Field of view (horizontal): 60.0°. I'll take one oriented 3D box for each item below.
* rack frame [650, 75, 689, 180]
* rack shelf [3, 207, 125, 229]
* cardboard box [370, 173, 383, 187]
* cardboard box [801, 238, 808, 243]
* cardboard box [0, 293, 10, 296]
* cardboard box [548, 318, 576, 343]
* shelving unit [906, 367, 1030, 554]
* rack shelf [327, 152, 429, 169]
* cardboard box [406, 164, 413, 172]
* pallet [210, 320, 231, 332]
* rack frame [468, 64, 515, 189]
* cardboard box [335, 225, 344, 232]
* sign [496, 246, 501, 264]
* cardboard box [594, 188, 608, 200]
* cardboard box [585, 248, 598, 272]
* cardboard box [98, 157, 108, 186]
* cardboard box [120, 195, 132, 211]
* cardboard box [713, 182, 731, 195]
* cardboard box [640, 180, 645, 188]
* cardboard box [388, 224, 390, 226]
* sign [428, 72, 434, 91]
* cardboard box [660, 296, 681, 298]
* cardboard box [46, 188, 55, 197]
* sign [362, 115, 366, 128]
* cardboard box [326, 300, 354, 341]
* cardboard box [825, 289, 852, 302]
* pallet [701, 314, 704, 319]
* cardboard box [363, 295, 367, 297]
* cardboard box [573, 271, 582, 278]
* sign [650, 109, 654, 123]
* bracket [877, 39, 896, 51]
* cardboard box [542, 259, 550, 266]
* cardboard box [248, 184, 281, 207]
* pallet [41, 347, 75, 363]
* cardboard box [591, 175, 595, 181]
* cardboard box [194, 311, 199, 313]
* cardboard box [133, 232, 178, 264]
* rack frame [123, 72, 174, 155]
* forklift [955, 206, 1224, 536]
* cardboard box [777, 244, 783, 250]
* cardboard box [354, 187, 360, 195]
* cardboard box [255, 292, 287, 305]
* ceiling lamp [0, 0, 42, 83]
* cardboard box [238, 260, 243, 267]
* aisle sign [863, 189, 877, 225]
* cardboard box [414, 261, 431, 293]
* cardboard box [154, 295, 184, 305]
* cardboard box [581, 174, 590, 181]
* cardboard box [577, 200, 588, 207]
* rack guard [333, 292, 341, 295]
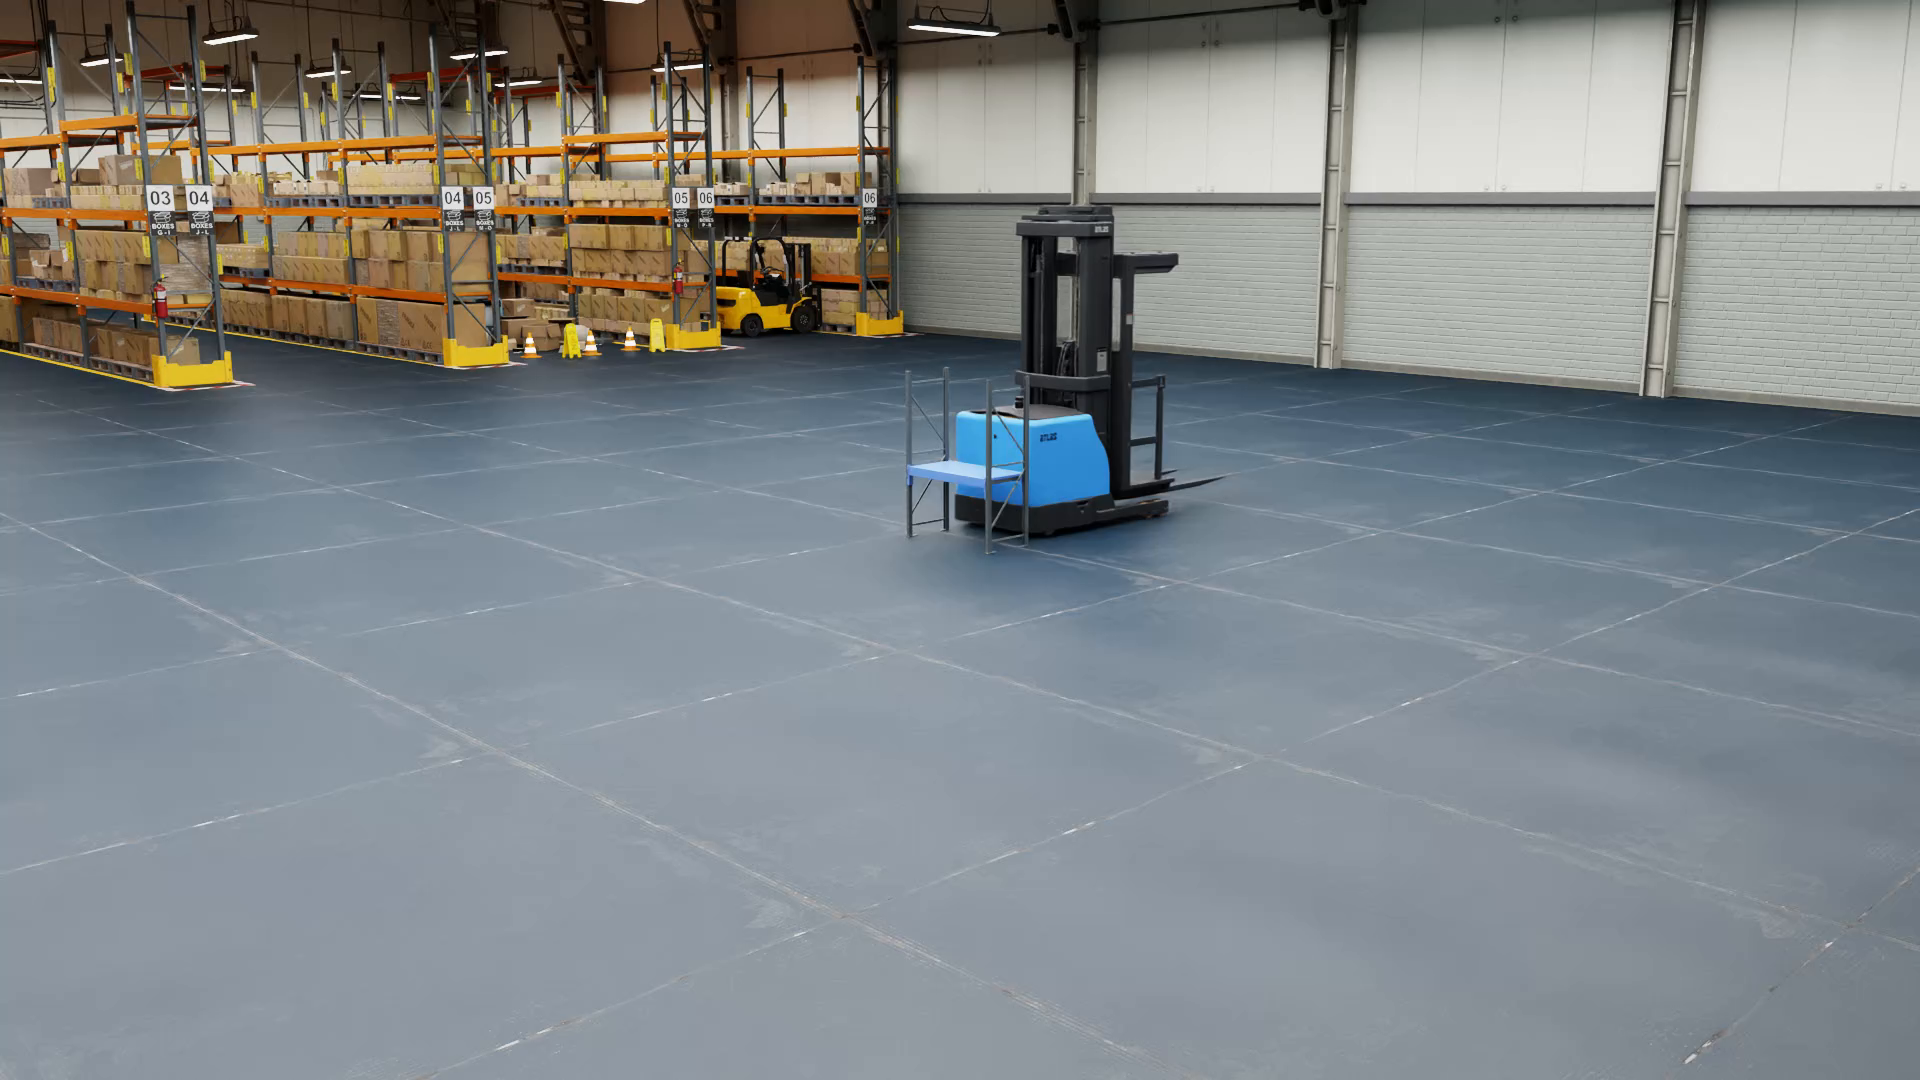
[{"bbox_3d":[-7.341,-10.212,42.179,1.000,3.000,0.127,-11,16,-43],"label":"rack frame"},{"bbox_3d":[-16.715,-6.026,31.075,1.077,0.370,4.000,-11,16,-43],"label":"rack shelf"},{"bbox_3d":[-10.843,-6.832,31.552,0.500,0.250,0.500,-11,16,-43],"label":"cardboard box"},{"bbox_3d":[-3.441,-6.904,38.396,0.380,0.149,0.250,-11,16,-42],"label":"cardboard box"},{"bbox_3d":[-19.167,-4.601,34.033,1.225,0.875,0.875,-11,16,-42],"label":"cardboard box"},{"bbox_3d":[-8.410,-4.429,35.164,0.500,0.500,0.500,-1,12,-4],"label":"cardboard box"},{"bbox_3d":[0.059,-0.722,14.700,0.538,1.500,1.048,-11,16,-43],"label":"shelving unit"},{"bbox_3d":[-15.072,-9.848,43.183,1.077,0.370,4.000,-11,16,-43],"label":"rack shelf"},{"bbox_3d":[-9.921,-6.815,30.479,0.380,0.149,0.250,-11,16,-42],"label":"cardboard box"},{"bbox_3d":[-16.662,-4.982,38.569,1.003,0.211,1.213,-11,16,-43],"label":"pallet"},{"bbox_3d":[-10.929,-9.520,38.819,1.000,3.000,0.127,-11,16,-43],"label":"rack frame"},{"bbox_3d":[-16.328,-8.178,44.448,0.500,0.500,0.500,-11,16,-44],"label":"cardboard box"},{"bbox_3d":[-8.509,-5.249,30.614,0.100,0.325,0.005,-11,16,-43],"label":"sign"},{"bbox_3d":[-7.361,-7.288,35.054,0.500,0.250,0.500,-11,16,-42],"label":"cardboard box"},{"bbox_3d":[-7.700,-6.020,35.711,0.500,0.500,0.500,-11,16,-43],"label":"cardboard box"},{"bbox_3d":[-14.838,-6.496,29.349,0.500,0.500,0.500,11,16,43],"label":"cardboard box"},{"bbox_3d":[-13.435,-5.536,27.289,0.500,0.250,0.500,-11,16,-42],"label":"cardboard box"},{"bbox_3d":[-5.785,-8.554,40.497,0.500,0.311,0.500,11,16,43],"label":"cardboard box"},{"bbox_3d":[-6.329,-7.281,34.031,0.380,0.149,0.250,-11,16,-42],"label":"cardboard box"},{"bbox_3d":[-14.402,-8.114,42.528,0.380,0.149,0.250,-11,16,-42],"label":"cardboard box"},{"bbox_3d":[-9.316,-8.071,29.273,0.100,0.325,0.005,-11,16,-43],"label":"sign"},{"bbox_3d":[-6.142,-4.876,35.059,0.500,0.500,0.500,11,16,43],"label":"cardboard box"},{"bbox_3d":[-16.701,-6.437,30.827,0.250,0.166,0.380,11,16,44],"label":"cardboard box"},{"bbox_3d":[-16.051,-11.258,44.741,0.100,0.325,0.005,-11,16,-43],"label":"sign"},{"bbox_3d":[-12.170,-4.475,33.735,1.050,0.750,0.750,-11,16,-43],"label":"cardboard box"},{"bbox_3d":[-2.717,-5.553,37.725,0.500,0.250,0.500,-11,16,-42],"label":"cardboard box"},{"bbox_3d":[-6.801,-5.783,42.456,1.003,0.211,1.213,-11,16,-43],"label":"pallet"},{"bbox_3d":[-15.287,-6.485,44.265,0.875,0.438,0.875,-10,16,-41],"label":"cardboard box"},{"bbox_3d":[-8.181,-5.784,36.176,0.380,0.149,0.250,-11,16,-43],"label":"cardboard box"},{"bbox_3d":[-7.727,-10.632,41.703,0.100,0.325,0.005,-11,16,-43],"label":"sign"},{"bbox_3d":[-1.616,-10.925,36.718,0.235,0.232,0.430,-11,16,-43],"label":"bracket"},{"bbox_3d":[-9.094,-6.191,37.109,0.380,0.149,0.250,-11,16,-43],"label":"cardboard box"},{"bbox_3d":[-15.017,-7.443,35.925,0.500,0.500,0.500,-11,16,-43],"label":"cardboard box"},{"bbox_3d":[-16.719,-3.543,31.585,1.003,0.211,1.213,-11,16,-43],"label":"pallet"},{"bbox_3d":[-9.843,-9.772,45.046,0.396,0.266,0.258,-11,16,-43],"label":"cardboard box"},{"bbox_3d":[-17.844,-5.456,39.245,0.250,0.149,0.380,11,16,42],"label":"cardboard box"},{"bbox_3d":[-13.130,-4.764,27.136,0.500,0.500,0.500,-11,16,-43],"label":"cardboard box"},{"bbox_3d":[-19.964,-9.983,41.067,1.000,3.000,0.127,-11,16,-43],"label":"rack frame"},{"bbox_3d":[1.368,-1.701,15.903,3.031,2.935,1.130,-11,16,-42],"label":"forklift"},{"bbox_3d":[-4.052,-6.856,38.899,0.380,0.149,0.250,-10,16,-41],"label":"cardboard box"},{"bbox_3d":[-11.491,-6.756,32.172,0.380,0.149,0.250,-11,16,-42],"label":"cardboard box"},{"bbox_3d":[-15.101,-5.289,36.446,0.500,0.250,0.500,11,16,44],"label":"cardboard box"},{"bbox_3d":[-23.640,-12.911,40.811,2.000,3.185,0.800,-11,16,-43],"label":"ceiling lamp"},{"bbox_3d":[-15.630,-6.079,36.565,0.380,0.149,0.250,-11,16,-43],"label":"cardboard box"},{"bbox_3d":[-1.983,-7.329,36.610,0.394,0.787,0.004,-11,16,-43],"label":"aisle sign"},{"bbox_3d":[-9.599,-4.908,30.930,0.875,0.550,0.550,-11,16,-43],"label":"cardboard box"},{"bbox_3d":[-12.917,-3.923,27.142,0.380,0.149,0.250,-11,16,-43],"label":"cardboard box"},{"bbox_3d":[-8.631,-8.057,37.242,0.500,0.250,0.500,-11,16,-44],"label":"cardboard box"},{"bbox_3d":[-7.990,-7.218,35.702,0.380,0.149,0.250,-11,16,-42],"label":"cardboard box"},{"bbox_3d":[-16.470,-6.529,45.361,1.175,0.500,0.348,-11,16,-43],"label":"rack guard"}]
